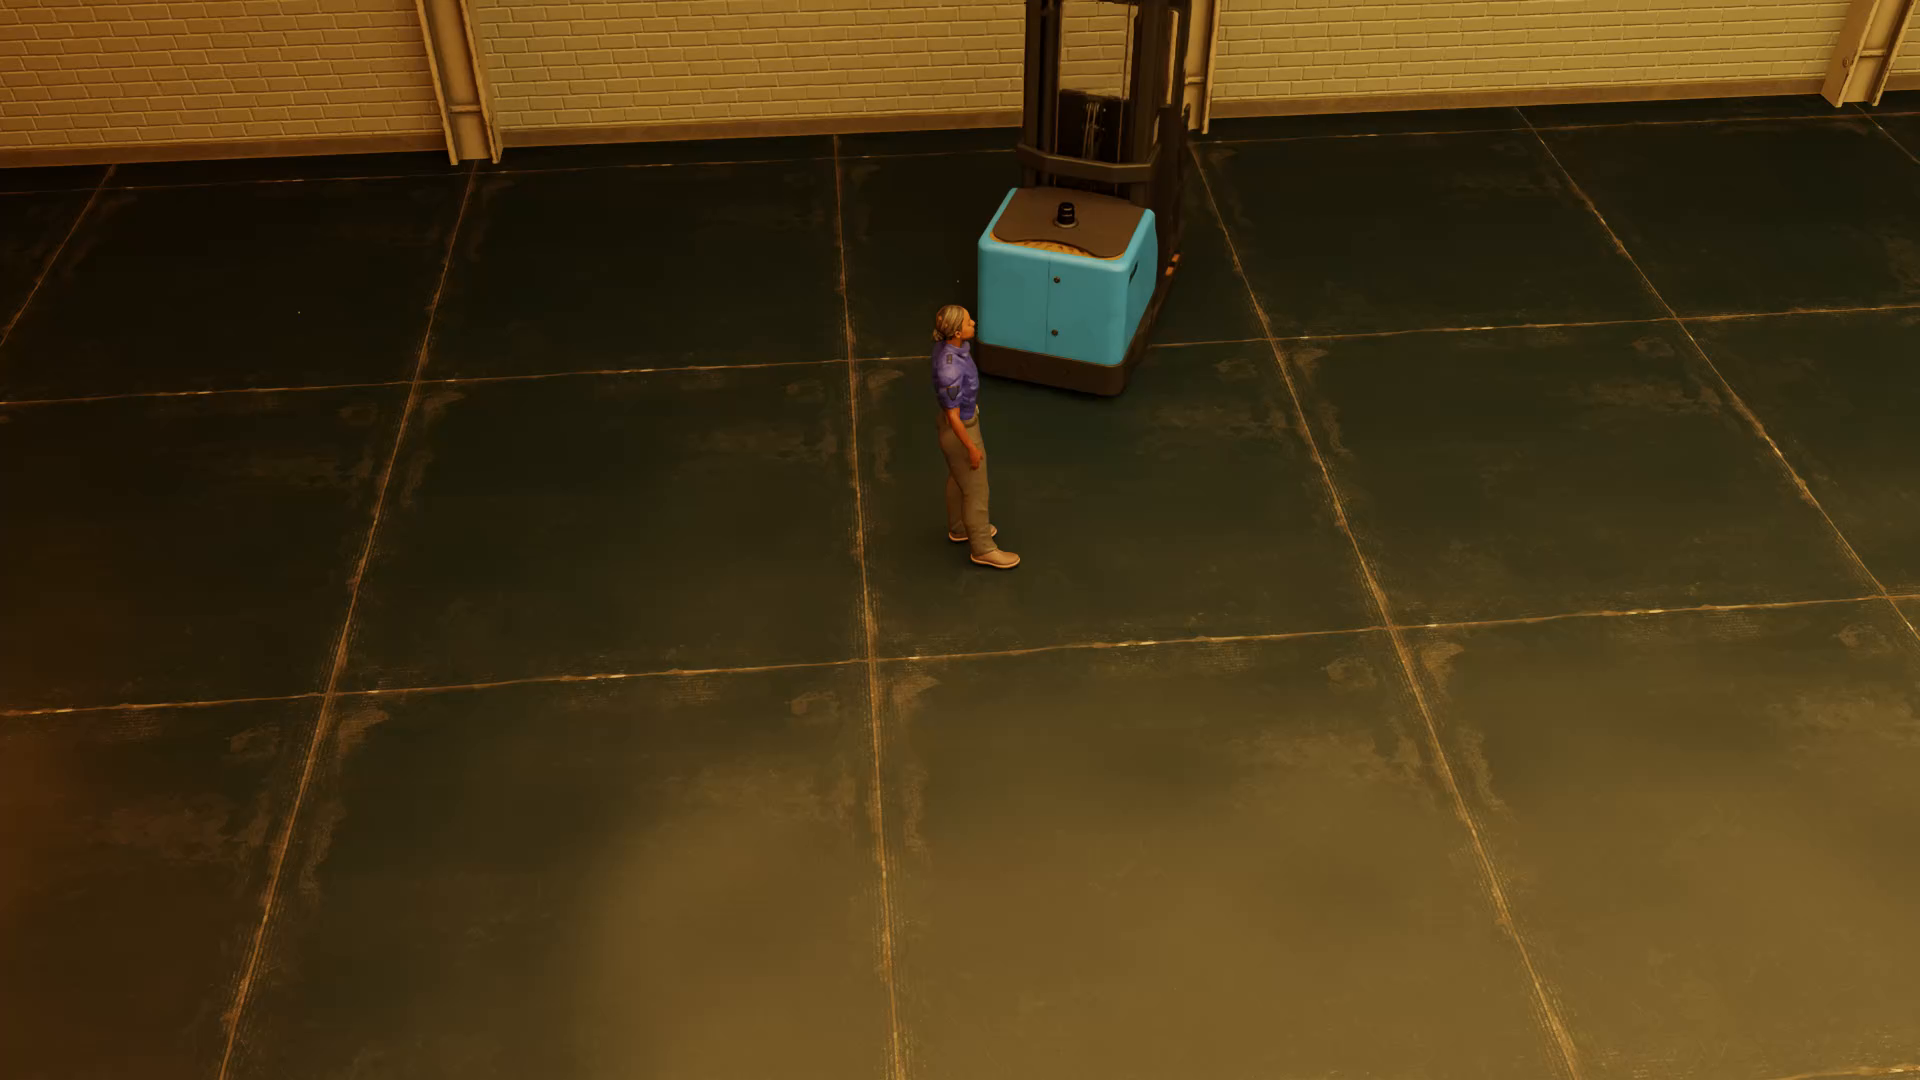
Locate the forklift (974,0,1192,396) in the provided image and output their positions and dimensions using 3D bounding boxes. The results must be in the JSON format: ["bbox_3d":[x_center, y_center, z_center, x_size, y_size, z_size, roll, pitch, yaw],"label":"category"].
[{"bbox_3d":[1.043,-3.053,11.508,1.130,2.935,3.031,12,42,14],"label":"forklift"}]

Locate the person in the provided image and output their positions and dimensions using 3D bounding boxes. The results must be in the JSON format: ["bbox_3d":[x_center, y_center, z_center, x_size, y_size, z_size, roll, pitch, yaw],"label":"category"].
[{"bbox_3d":[0.089,-0.626,9.642,0.503,1.656,0.570,-3,41,-4],"label":"person"}]
